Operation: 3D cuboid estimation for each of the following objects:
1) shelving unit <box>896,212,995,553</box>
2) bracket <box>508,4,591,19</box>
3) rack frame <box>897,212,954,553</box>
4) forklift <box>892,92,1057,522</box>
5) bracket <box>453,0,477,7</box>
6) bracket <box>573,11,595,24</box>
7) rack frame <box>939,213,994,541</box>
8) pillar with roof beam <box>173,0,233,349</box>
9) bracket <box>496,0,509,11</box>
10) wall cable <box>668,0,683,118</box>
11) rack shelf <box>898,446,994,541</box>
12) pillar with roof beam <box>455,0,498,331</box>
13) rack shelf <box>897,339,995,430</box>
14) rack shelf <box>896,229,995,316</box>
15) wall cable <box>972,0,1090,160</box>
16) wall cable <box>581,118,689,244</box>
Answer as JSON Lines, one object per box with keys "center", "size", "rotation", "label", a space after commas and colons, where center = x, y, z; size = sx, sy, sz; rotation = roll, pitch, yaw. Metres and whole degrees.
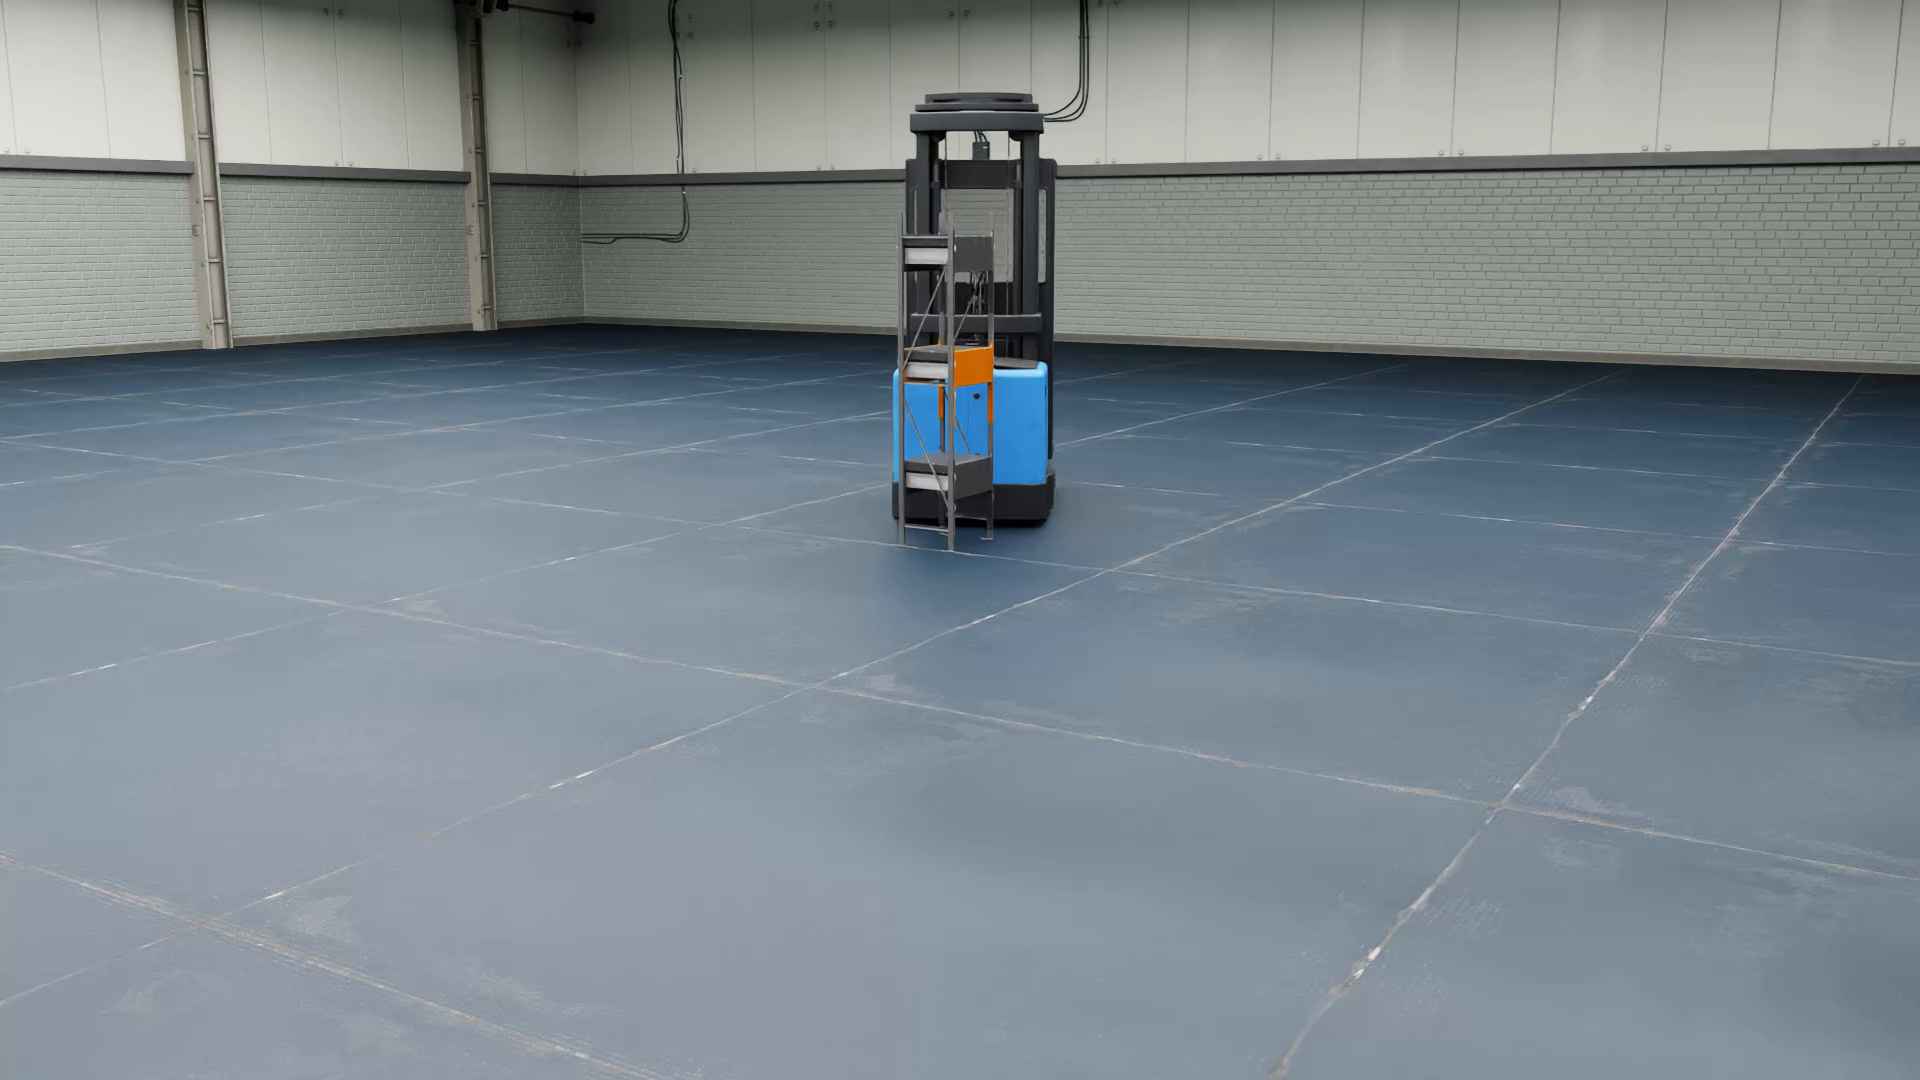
{"center": [-0.086, -1.006, 10.536], "size": [0.431, 2.100, 0.503], "rotation": [6, 12, 31], "label": "shelving unit"}
{"center": [-8.095, -10.719, 33.886], "size": [0.076, 0.066, 3.189], "rotation": [6, 12, 31], "label": "bracket"}
{"center": [-0.213, -0.968, 10.331], "size": [0.400, 2.100, 0.015], "rotation": [6, 12, 31], "label": "rack frame"}
{"center": [0.167, -1.788, 12.457], "size": [1.130, 2.935, 3.031], "rotation": [1, 11, 4], "label": "forklift"}
{"center": [-9.449, -10.308, 31.694], "size": [0.235, 0.232, 0.430], "rotation": [6, 12, 31], "label": "bracket"}
{"center": [-7.788, -10.811, 34.382], "size": [0.235, 0.232, 0.430], "rotation": [6, 12, 31], "label": "bracket"}
{"center": [0.041, -1.044, 10.741], "size": [0.400, 2.100, 0.015], "rotation": [6, 12, 31], "label": "rack frame"}
{"center": [-8.973, -7.283, 25.317], "size": [9.100, 9.000, 0.400], "rotation": [6, 12, 31], "label": "pillar with roof beam"}
{"center": [-9.018, -10.439, 32.391], "size": [0.235, 0.232, 0.430], "rotation": [6, 12, 31], "label": "bracket"}
{"center": [-4.565, -9.673, 32.795], "size": [3.097, 2.526, 0.112], "rotation": [6, 12, 31], "label": "wall cable"}
{"center": [-0.086, -0.305, 10.668], "size": [0.431, 0.518, 0.480], "rotation": [6, 12, 31], "label": "rack shelf"}
{"center": [-5.858, -8.227, 30.358], "size": [9.100, 9.000, 0.548], "rotation": [6, 12, 31], "label": "pillar with roof beam"}
{"center": [-0.086, -0.993, 10.539], "size": [0.431, 0.518, 0.480], "rotation": [6, 12, 31], "label": "rack shelf"}
{"center": [-0.086, -1.681, 10.410], "size": [0.431, 0.518, 0.480], "rotation": [6, 12, 31], "label": "rack shelf"}
{"center": [1.228, -9.737, 29.184], "size": [2.305, 6.003, 0.169], "rotation": [6, 12, 31], "label": "wall cable"}
{"center": [-6.878, -7.449, 34.640], "size": [3.097, 2.526, 0.112], "rotation": [6, 12, 31], "label": "wall cable"}
